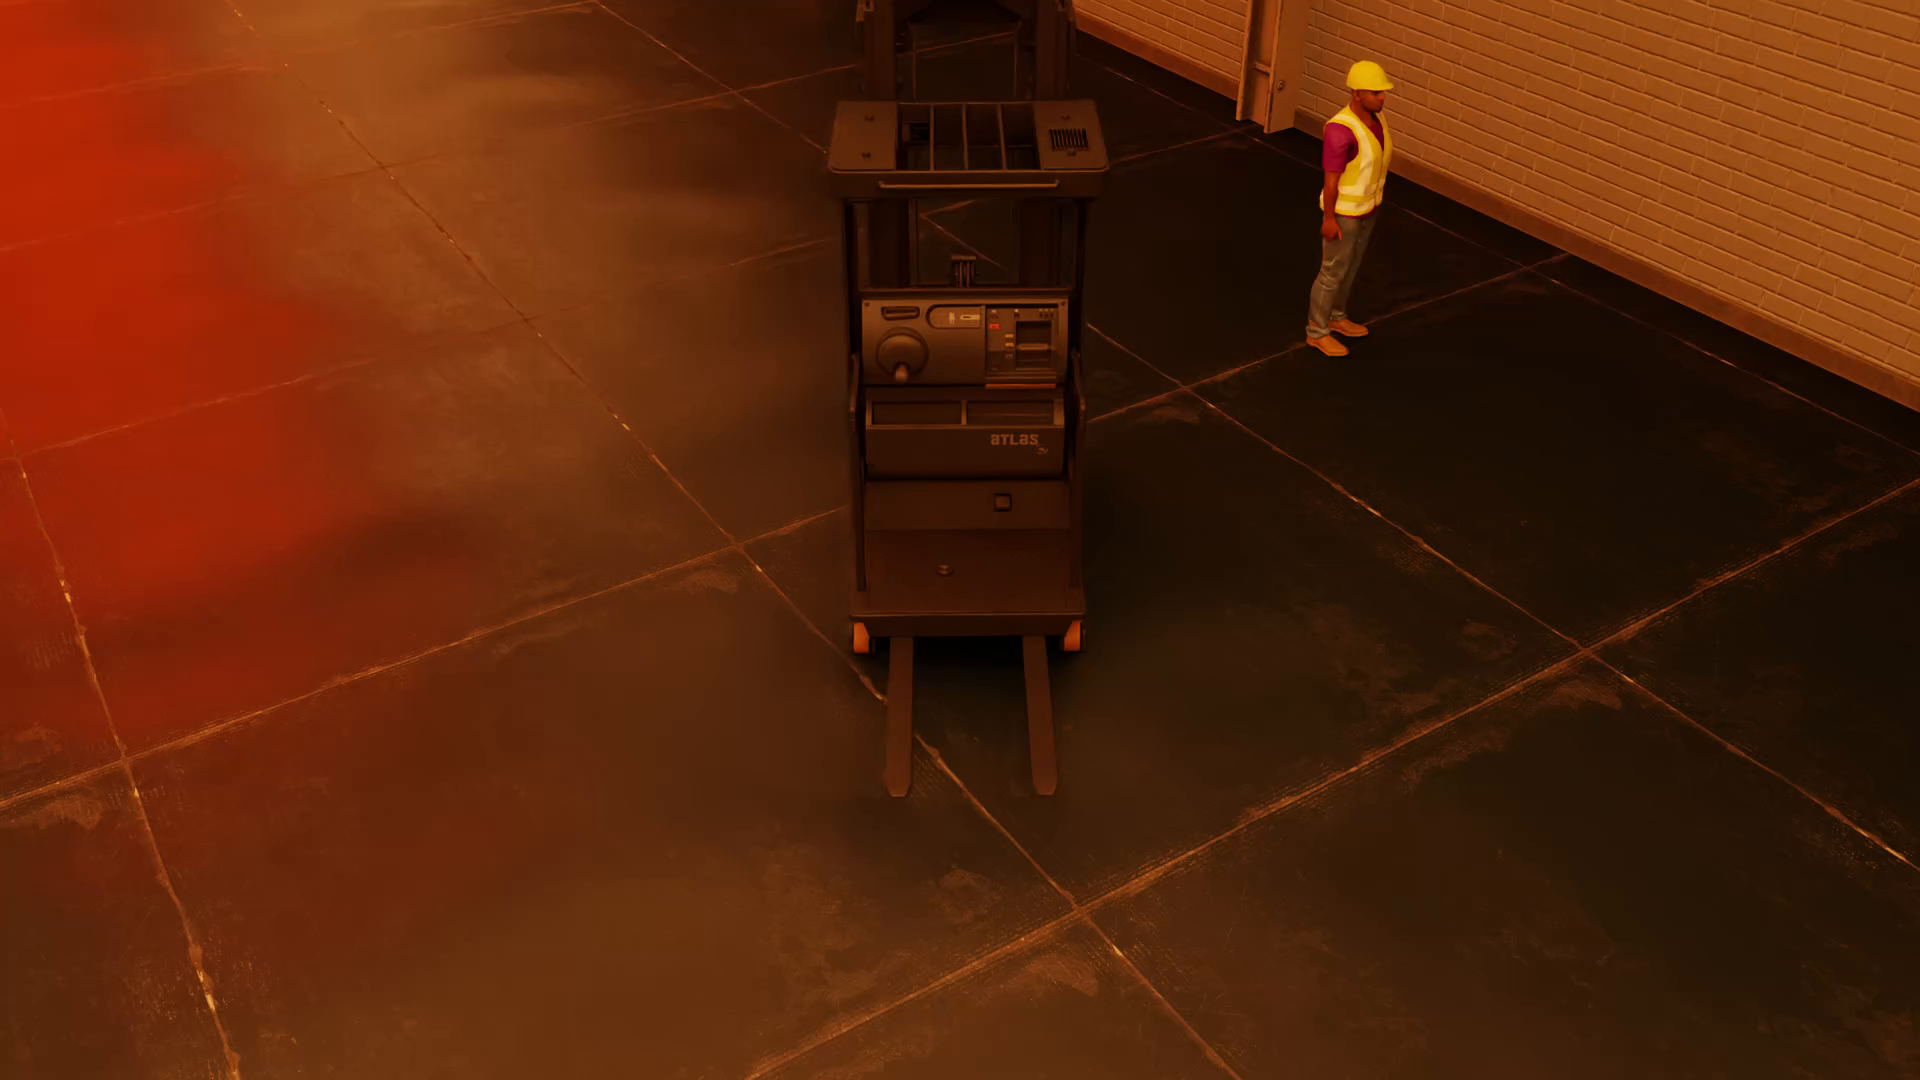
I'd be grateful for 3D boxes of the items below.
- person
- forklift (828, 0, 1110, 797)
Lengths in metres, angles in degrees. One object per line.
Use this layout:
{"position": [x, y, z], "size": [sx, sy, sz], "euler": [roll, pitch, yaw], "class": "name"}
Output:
{"position": [2.364, -1.999, 10.004], "size": [0.371, 1.771, 0.576], "euler": [23, 41, 29], "class": "person"}
{"position": [0.029, -0.839, 7.342], "size": [1.130, 2.935, 3.031], "euler": [0, 35, -1], "class": "forklift"}
